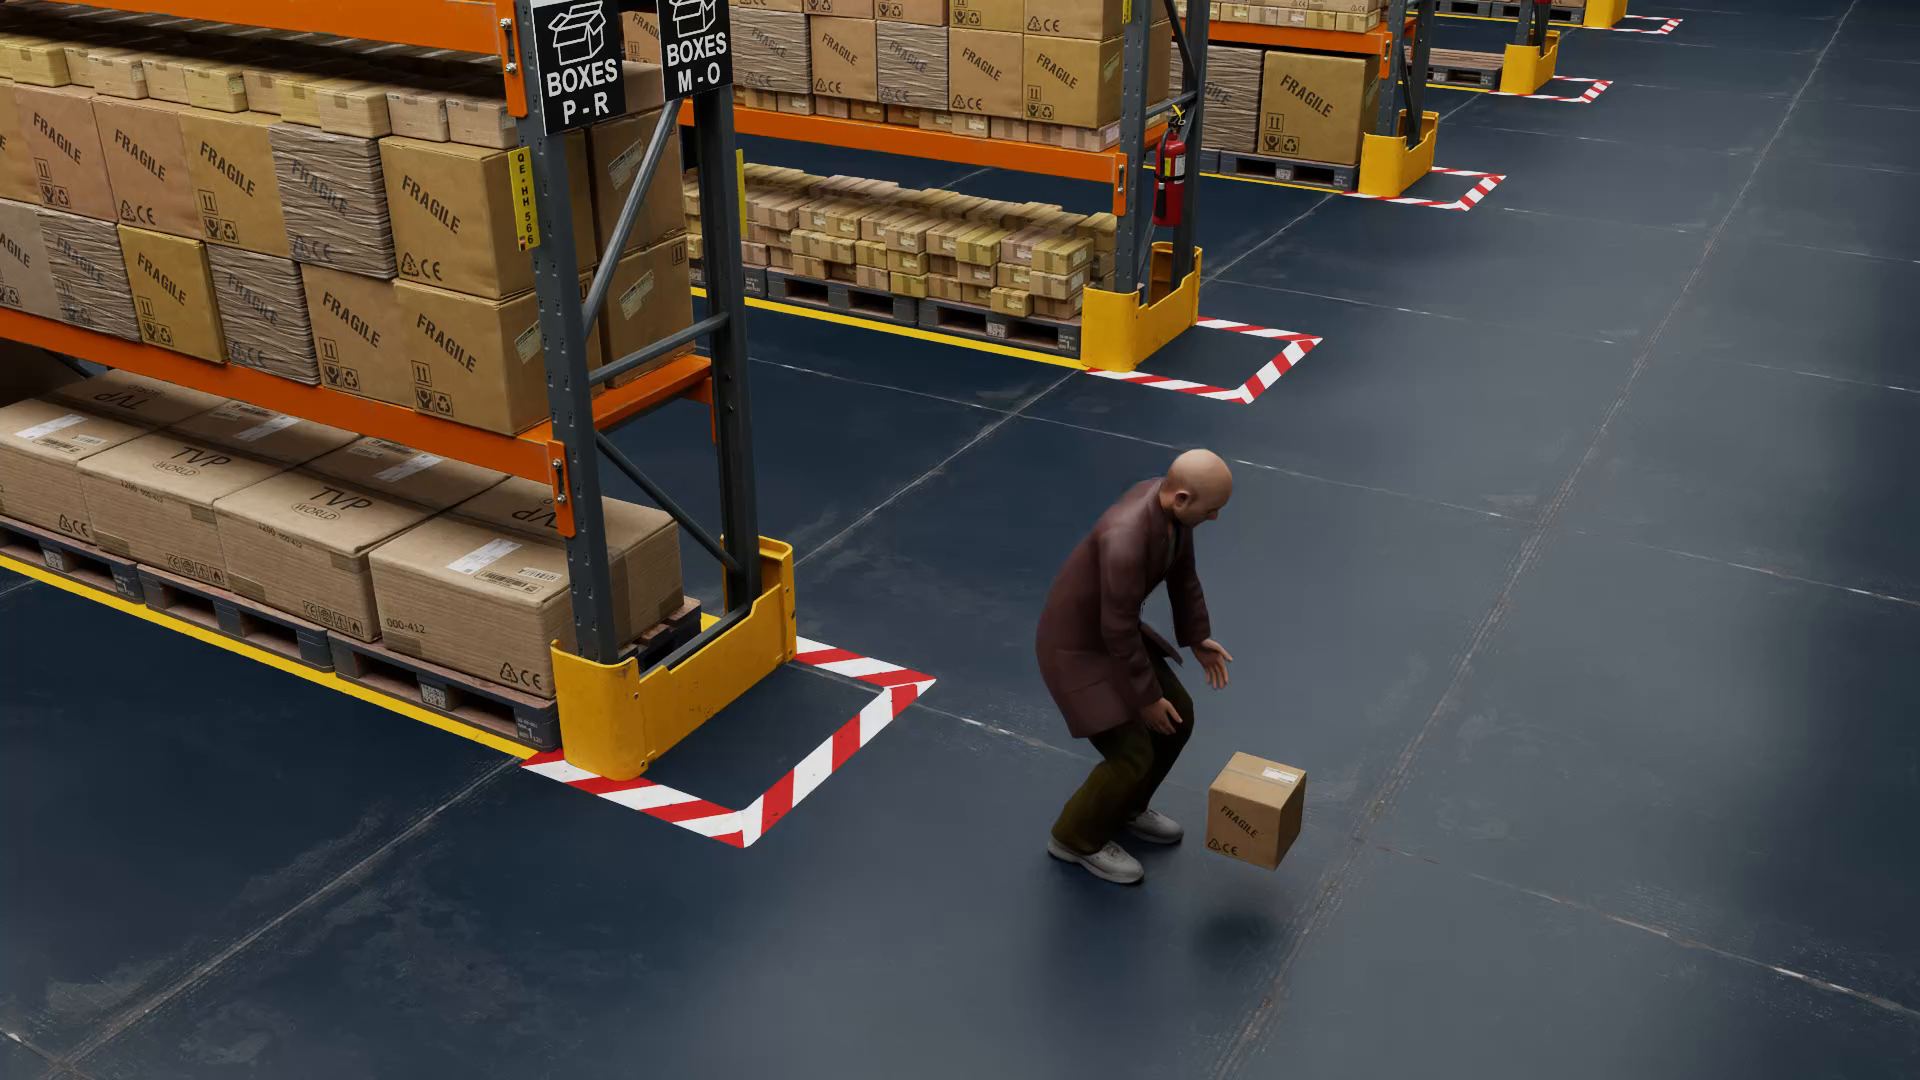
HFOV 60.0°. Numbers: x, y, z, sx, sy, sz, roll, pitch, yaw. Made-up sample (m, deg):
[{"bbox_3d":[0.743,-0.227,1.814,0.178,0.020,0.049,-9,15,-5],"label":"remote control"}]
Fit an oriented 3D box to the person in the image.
[{"bbox_3d":[0.575,0.387,5.608,0.612,1.552,0.625,14,30,27],"label":"person"}]
